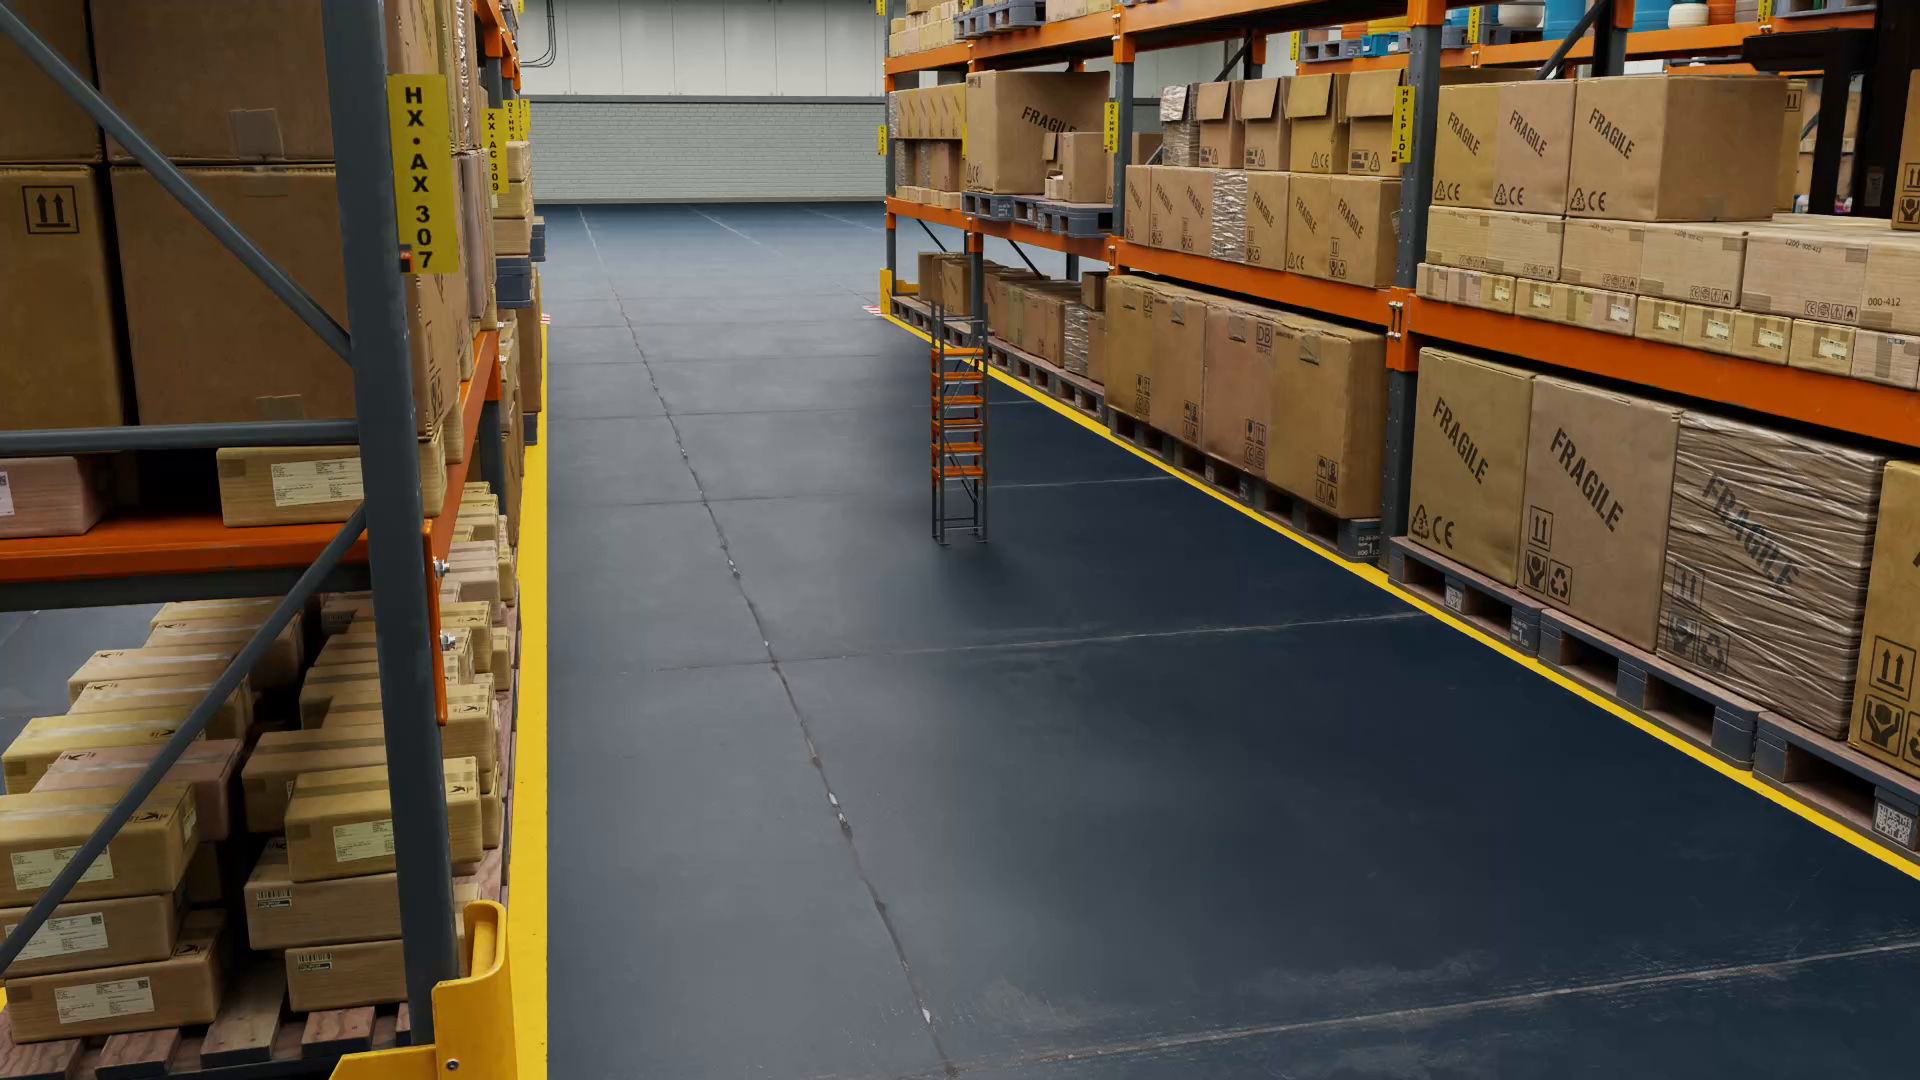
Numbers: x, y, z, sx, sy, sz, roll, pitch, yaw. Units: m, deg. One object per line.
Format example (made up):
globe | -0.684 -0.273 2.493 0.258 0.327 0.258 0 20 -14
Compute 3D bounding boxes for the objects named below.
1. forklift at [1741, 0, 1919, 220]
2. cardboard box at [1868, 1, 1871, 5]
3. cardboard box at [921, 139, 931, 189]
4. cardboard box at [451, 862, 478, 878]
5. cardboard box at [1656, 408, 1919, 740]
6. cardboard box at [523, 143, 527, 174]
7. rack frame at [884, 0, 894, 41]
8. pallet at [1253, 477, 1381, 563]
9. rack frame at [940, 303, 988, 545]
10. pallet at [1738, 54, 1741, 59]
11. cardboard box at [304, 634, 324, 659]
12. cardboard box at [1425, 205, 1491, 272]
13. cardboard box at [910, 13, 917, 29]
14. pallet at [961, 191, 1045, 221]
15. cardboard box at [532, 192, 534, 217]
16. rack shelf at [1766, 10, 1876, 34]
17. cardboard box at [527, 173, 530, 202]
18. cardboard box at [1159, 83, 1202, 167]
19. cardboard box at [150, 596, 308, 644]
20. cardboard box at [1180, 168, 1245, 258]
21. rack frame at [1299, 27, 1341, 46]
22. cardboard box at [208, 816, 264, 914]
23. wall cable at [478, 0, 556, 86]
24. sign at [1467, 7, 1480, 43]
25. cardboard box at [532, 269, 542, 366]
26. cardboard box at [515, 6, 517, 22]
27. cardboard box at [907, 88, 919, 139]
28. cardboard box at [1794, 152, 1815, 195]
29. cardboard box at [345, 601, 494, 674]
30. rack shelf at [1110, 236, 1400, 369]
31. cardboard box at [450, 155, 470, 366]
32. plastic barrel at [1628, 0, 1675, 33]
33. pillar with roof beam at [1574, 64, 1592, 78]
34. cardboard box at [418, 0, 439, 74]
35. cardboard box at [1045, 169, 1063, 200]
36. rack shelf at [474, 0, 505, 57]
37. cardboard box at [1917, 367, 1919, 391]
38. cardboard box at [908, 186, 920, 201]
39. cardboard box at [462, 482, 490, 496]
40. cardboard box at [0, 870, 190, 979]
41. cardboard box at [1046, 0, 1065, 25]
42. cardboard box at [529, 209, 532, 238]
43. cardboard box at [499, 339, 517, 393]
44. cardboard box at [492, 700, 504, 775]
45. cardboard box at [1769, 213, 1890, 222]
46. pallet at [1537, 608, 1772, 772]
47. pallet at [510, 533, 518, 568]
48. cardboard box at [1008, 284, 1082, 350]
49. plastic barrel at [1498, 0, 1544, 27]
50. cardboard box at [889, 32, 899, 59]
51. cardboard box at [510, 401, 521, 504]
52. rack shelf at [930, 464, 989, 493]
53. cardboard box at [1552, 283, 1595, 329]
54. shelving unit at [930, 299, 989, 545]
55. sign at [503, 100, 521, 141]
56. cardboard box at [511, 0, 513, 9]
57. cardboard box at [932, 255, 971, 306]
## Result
forklift | 4.728 -1.569 8.672 1.130 2.935 3.031 -3 14 -12
cardboard box | 9.963 -5.899 18.534 0.797 0.503 0.637 -2 14 -7
cardboard box | 0.070 -3.942 17.406 0.875 0.500 0.500 -3 14 -13
cardboard box | -1.312 0.675 3.839 0.380 0.149 0.250 -3 14 -13
cardboard box | 2.974 0.062 5.445 0.875 0.875 0.875 -3 14 -13
cardboard box | -2.260 -1.810 7.907 0.380 0.149 0.250 -3 14 -14
rack frame | -0.342 -7.018 18.194 1.000 3.000 0.127 -3 14 -13
pallet | 2.222 -0.155 8.617 1.003 0.211 1.213 -3 14 -13
rack frame | 0.018 -0.565 8.212 0.240 1.200 0.006 -3 14 -13
pallet | 9.719 -5.623 18.989 1.003 0.211 1.213 -3 14 -13
cardboard box | -2.253 0.290 5.415 0.380 0.149 0.250 -3 14 -11
cardboard box | 2.332 -1.285 7.054 0.500 0.250 0.500 -4 14 -14
cardboard box | -0.308 -5.366 17.226 0.380 0.149 0.250 -3 14 -13
pallet | 0.635 -2.904 14.397 1.003 0.211 1.213 -3 14 -13
cardboard box | -2.746 -1.999 9.935 0.380 0.149 0.250 -3 14 -12
rack shelf | 6.821 -3.181 10.323 1.077 0.370 4.000 -3 14 -13
cardboard box | -2.384 -1.786 8.436 0.380 0.149 0.250 -4 14 -14
cardboard box | 1.693 -2.625 10.527 0.797 0.503 0.637 -3 14 -11
cardboard box | -2.147 0.262 4.902 0.380 0.149 0.250 -3 14 -13
cardboard box | 1.633 -1.943 9.849 0.500 0.500 0.500 -4 14 -14
rack frame | 4.472 -7.295 19.324 1.000 3.000 0.127 -3 14 -13
cardboard box | -1.893 0.792 3.988 0.380 0.149 0.250 -3 14 -13
wall cable | -12.732 -15.829 47.092 2.305 6.003 0.169 -3 14 -13
sign | 4.874 -4.891 15.787 0.100 0.325 0.005 -3 14 -13
cardboard box | -3.792 -1.678 12.832 1.050 0.750 0.750 -3 14 -13
cardboard box | -4.482 -5.088 16.045 0.380 0.149 0.250 -3 14 -13
cardboard box | -0.248 -4.410 17.213 0.500 0.500 0.500 -3 14 -13
cardboard box | 9.873 -4.121 18.762 0.700 0.500 0.500 -3 14 -12
cardboard box | -1.550 0.290 4.790 0.380 0.149 0.250 -3 14 -12
rack shelf | 2.006 -1.448 9.549 1.077 0.370 4.000 -3 14 -13
cardboard box | -1.519 -0.708 4.166 0.500 0.500 0.500 -3 14 -12
plastic barrel | 6.049 -4.751 14.177 0.600 0.901 0.708 -3 14 -13
pillar with roof beam | 8.105 -10.262 31.469 9.100 9.000 0.400 -3 14 -13
cardboard box | -1.401 -1.073 3.555 0.500 0.500 0.500 -3 14 -12
cardboard box | 0.883 -2.767 12.831 0.396 0.266 0.258 -4 14 -15
rack shelf | -2.838 -2.652 8.156 1.077 0.370 4.000 -3 14 -13
cardboard box | 2.891 -0.473 4.572 0.380 0.149 0.250 -3 14 -13
cardboard box | -0.344 -3.729 17.901 0.380 0.149 0.250 -3 14 -13
cardboard box | -2.032 -0.123 6.480 0.380 0.149 0.250 -3 14 -12
cardboard box | -1.831 0.771 3.448 0.380 0.149 0.250 -4 14 -15
cardboard box | 0.942 -3.969 12.347 0.500 0.250 0.500 -3 14 -12
cardboard box | -2.258 -1.519 7.970 0.380 0.149 0.250 -4 14 -16
cardboard box | -2.528 -0.863 8.439 0.500 0.250 0.500 -3 14 -11
cardboard box | -1.527 0.589 4.820 0.380 0.149 0.250 -4 14 -16
cardboard box | 3.079 -1.083 6.230 0.500 0.250 0.500 -3 14 -12
pallet | 2.869 0.481 6.016 1.003 0.211 1.213 -3 14 -13
pallet | -2.553 0.092 7.604 1.003 0.211 1.213 -3 14 -13
cardboard box | 0.814 -1.927 14.334 0.700 0.500 0.500 -3 14 -14
plastic barrel | 5.502 -5.283 16.291 0.421 0.512 0.421 0 14 0
cardboard box | -0.480 -5.363 18.054 0.500 0.250 0.500 -3 14 -12
cardboard box | -2.410 -0.380 8.043 0.500 0.500 0.500 -3 14 -11
rack shelf | -0.003 -0.310 8.366 0.258 0.103 0.180 -3 14 -13
cardboard box | 2.470 -0.886 6.263 0.380 0.149 0.250 -3 14 -14
shelving unit | -0.003 -0.586 8.298 0.258 1.200 0.189 -3 14 -13
sign | -2.783 -2.562 10.320 0.100 0.325 0.005 -3 14 -13
cardboard box | -4.065 -4.679 14.370 0.380 0.149 0.250 -3 14 -13
cardboard box | -0.038 -2.813 18.003 0.500 0.500 0.500 0 14 2
